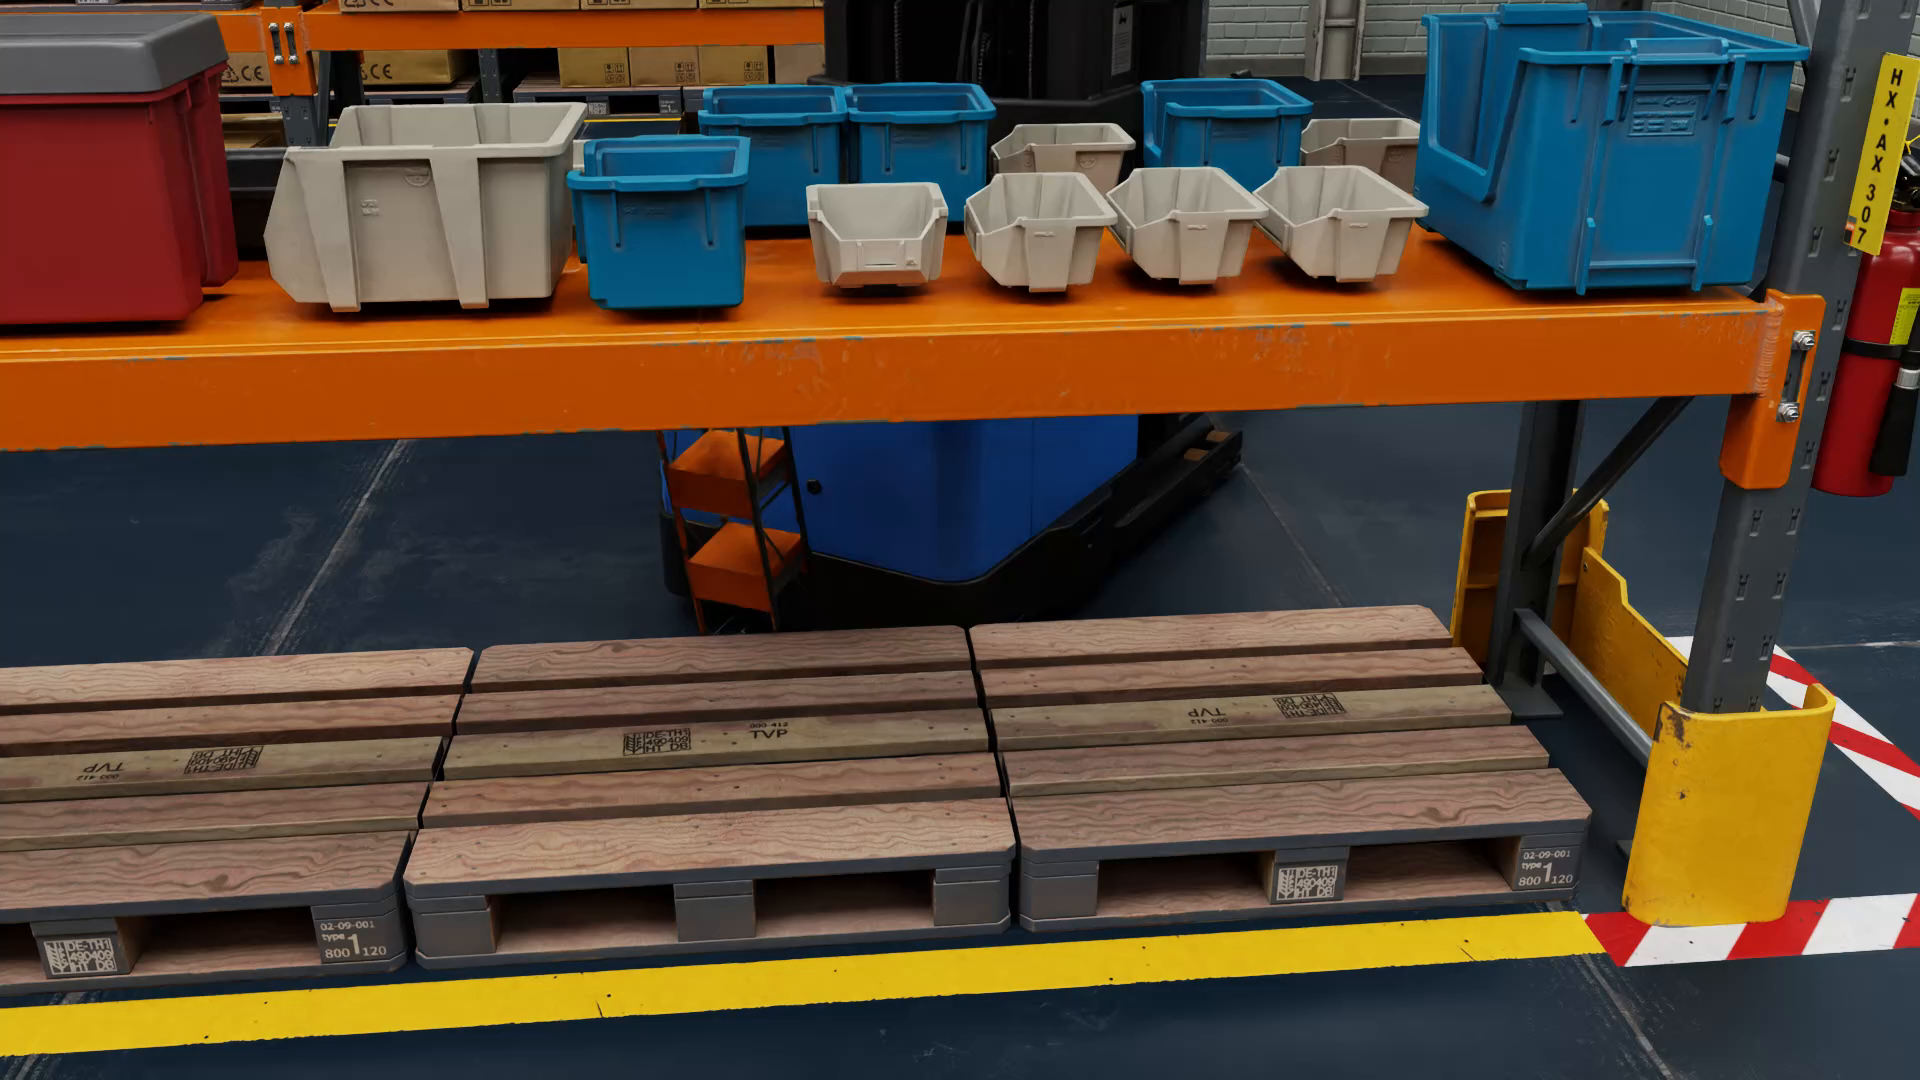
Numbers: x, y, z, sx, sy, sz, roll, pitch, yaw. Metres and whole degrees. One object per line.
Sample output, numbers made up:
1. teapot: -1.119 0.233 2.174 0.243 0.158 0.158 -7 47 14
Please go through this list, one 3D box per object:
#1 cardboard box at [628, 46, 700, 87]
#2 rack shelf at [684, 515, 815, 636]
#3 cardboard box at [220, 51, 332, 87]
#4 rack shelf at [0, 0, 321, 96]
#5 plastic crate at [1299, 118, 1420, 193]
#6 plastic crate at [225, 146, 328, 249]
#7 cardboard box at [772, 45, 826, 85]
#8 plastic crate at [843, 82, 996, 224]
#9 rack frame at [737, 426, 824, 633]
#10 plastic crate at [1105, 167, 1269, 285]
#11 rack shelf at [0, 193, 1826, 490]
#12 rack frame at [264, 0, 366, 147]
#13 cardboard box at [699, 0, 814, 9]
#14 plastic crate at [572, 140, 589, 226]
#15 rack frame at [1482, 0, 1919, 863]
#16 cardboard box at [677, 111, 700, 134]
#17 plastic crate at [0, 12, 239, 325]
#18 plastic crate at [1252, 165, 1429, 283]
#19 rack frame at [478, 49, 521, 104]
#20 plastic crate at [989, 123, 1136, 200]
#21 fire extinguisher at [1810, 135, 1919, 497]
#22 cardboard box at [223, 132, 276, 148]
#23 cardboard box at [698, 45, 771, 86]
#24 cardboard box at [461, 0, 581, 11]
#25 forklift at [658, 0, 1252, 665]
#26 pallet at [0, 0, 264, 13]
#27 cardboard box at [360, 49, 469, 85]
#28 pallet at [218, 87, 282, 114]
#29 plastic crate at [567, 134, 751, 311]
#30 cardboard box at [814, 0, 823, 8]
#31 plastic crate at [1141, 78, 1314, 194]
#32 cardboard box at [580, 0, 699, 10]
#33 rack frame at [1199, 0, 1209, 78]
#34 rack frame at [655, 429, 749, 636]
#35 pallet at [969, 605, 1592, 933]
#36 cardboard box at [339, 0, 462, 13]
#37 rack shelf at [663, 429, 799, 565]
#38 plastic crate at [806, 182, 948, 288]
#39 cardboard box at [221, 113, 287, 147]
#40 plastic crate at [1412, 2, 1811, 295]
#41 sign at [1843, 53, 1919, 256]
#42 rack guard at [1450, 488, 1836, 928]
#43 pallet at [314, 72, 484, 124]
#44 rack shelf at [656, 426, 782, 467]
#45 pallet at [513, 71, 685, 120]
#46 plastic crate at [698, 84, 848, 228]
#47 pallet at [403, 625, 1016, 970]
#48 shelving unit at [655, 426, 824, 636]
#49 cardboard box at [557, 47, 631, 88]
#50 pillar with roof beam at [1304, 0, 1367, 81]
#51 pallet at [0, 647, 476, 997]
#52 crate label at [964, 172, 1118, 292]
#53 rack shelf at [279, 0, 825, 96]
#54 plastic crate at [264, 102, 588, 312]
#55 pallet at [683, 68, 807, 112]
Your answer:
1. cardboard box: -2.202 -3.704 12.450 0.500 0.500 0.700 -3 24 -6
2. rack shelf: -0.538 0.114 4.322 0.240 0.259 0.215 10 36 24
3. cardboard box: -4.975 -3.741 12.104 0.750 0.750 0.750 -2 24 -4
4. rack shelf: -4.956 -2.236 7.474 4.000 0.370 1.077 -2 24 -5
5. plastic crate: 0.892 -0.853 3.727 0.298 0.136 0.250 -2 24 -5
6. plastic crate: -1.395 -0.697 3.391 0.590 0.125 0.437 -2 24 -5
7. cardboard box: -1.161 -3.747 12.549 0.500 0.500 0.700 -3 24 -7
8. plastic crate: -0.091 -0.824 3.542 0.300 0.233 0.416 -2 24 -5
9. rack frame: -0.456 -0.108 4.117 0.008 1.050 0.200 10 36 24
10. plastic crate: 0.414 -0.598 3.152 0.243 0.136 0.396 -2 24 -5
11. rack shelf: -0.493 -0.394 3.328 4.000 0.370 1.077 -2 24 -5
12. rack frame: -2.966 -2.645 7.507 0.127 3.000 1.000 -2 24 -5
13. cardboard box: -0.919 -2.662 7.424 0.500 0.500 0.500 -3 24 -6
14. plastic crate: -0.779 -0.740 3.473 0.466 0.136 0.293 -2 24 -5
15. rack frame: 1.498 -0.802 3.362 0.127 3.000 1.000 -2 24 -5
16. cardboard box: -1.097 -1.782 8.098 0.637 0.503 0.797 -2 24 -5
17. plastic crate: -1.570 -0.633 2.829 0.583 0.464 0.402 -2 24 -5
18. plastic crate: 0.704 -0.603 3.165 0.243 0.136 0.396 -2 24 -5
19. rack frame: -3.457 -4.647 12.012 0.127 3.000 1.000 -2 24 -5
20. plastic crate: 0.217 -0.826 3.666 0.298 0.136 0.250 -2 24 -5
21. fire extinguisher: 1.693 -0.419 3.053 0.183 0.674 0.296 -2 24 -5
22. cardboard box: -3.429 -1.568 7.621 0.500 0.500 0.500 -2 24 -5
23. cardboard box: -1.691 -3.723 12.494 0.500 0.500 0.700 -2 24 -4
24. cardboard box: -1.923 -2.622 7.334 0.500 0.500 0.500 -2 24 -4
25. forklift: 0.318 -1.564 5.161 1.130 2.935 3.031 13 27 27
26. pallet: -3.772 -2.569 7.574 1.213 0.211 1.003 -2 24 -5
27. cardboard box: -4.091 -3.778 12.186 0.750 0.750 0.750 -2 24 -5
28. pallet: -5.434 -3.261 12.328 1.213 0.211 1.003 -2 24 -5
29. plastic crate: -0.521 -0.567 2.966 0.300 0.233 0.416 -2 24 -5
30. cardboard box: -0.417 -2.682 7.469 0.500 0.500 0.500 -2 24 -5
31. plastic crate: 0.565 -0.850 3.602 0.300 0.233 0.416 -2 24 -5
32. cardboard box: -1.425 -2.641 7.377 0.500 0.500 0.500 -2 24 -5
33. rack frame: 1.015 -2.804 7.866 0.127 3.000 1.000 -2 24 -5
34. rack frame: -0.676 -0.147 4.216 0.008 1.050 0.200 10 36 24
35. pallet: 0.673 0.489 3.889 1.213 0.211 1.003 -2 24 -5
36. cardboard box: -2.432 -2.601 7.285 0.500 0.500 0.500 -2 24 -4
37. rack shelf: -0.565 -0.119 4.172 0.240 0.259 0.215 10 36 24
38. plastic crate: -0.153 -0.557 3.062 0.250 0.136 0.298 -2 24 -5
39. cardboard box: -3.471 -1.783 8.104 0.500 0.500 0.500 -3 24 -8
40. plastic crate: 1.183 -0.757 3.142 0.499 0.435 0.616 -2 24 -5
41. sign: 1.568 -0.655 2.830 0.005 0.325 0.100 -2 24 -5
42. rack guard: 1.520 0.334 3.883 0.348 0.500 1.175 -2 24 -5
43. pallet: -4.217 -3.311 12.440 1.213 0.211 1.003 -2 24 -5
44. rack shelf: -0.592 -0.356 4.020 0.240 0.259 0.215 10 36 24
45. pallet: -2.692 -3.371 12.575 1.213 0.211 1.003 -2 24 -5
46. plastic crate: -0.389 -0.812 3.515 0.300 0.233 0.416 -2 24 -5
47. pallet: -0.538 0.537 3.783 1.213 0.211 1.003 -2 24 -5
48. shelving unit: -0.566 -0.127 4.167 0.252 1.050 0.215 10 36 24
49. cardboard box: -2.702 -3.685 12.408 0.500 0.500 0.700 -2 24 -4
50. pillar with roof beam: 3.549 -6.265 8.267 0.400 9.000 9.100 -2 24 -5
51. pallet: -1.755 0.587 3.670 1.213 0.211 1.003 -2 24 -5
52. crate label: 0.139 -0.577 3.105 0.243 0.136 0.396 -2 24 -5
53. rack shelf: -0.976 -2.396 7.833 4.000 0.370 1.077 -2 24 -5
54. plastic crate: -0.945 -0.602 2.984 0.530 0.282 0.437 -2 24 -5
55. pallet: -1.475 -3.421 12.688 1.213 0.211 1.003 -2 24 -5
